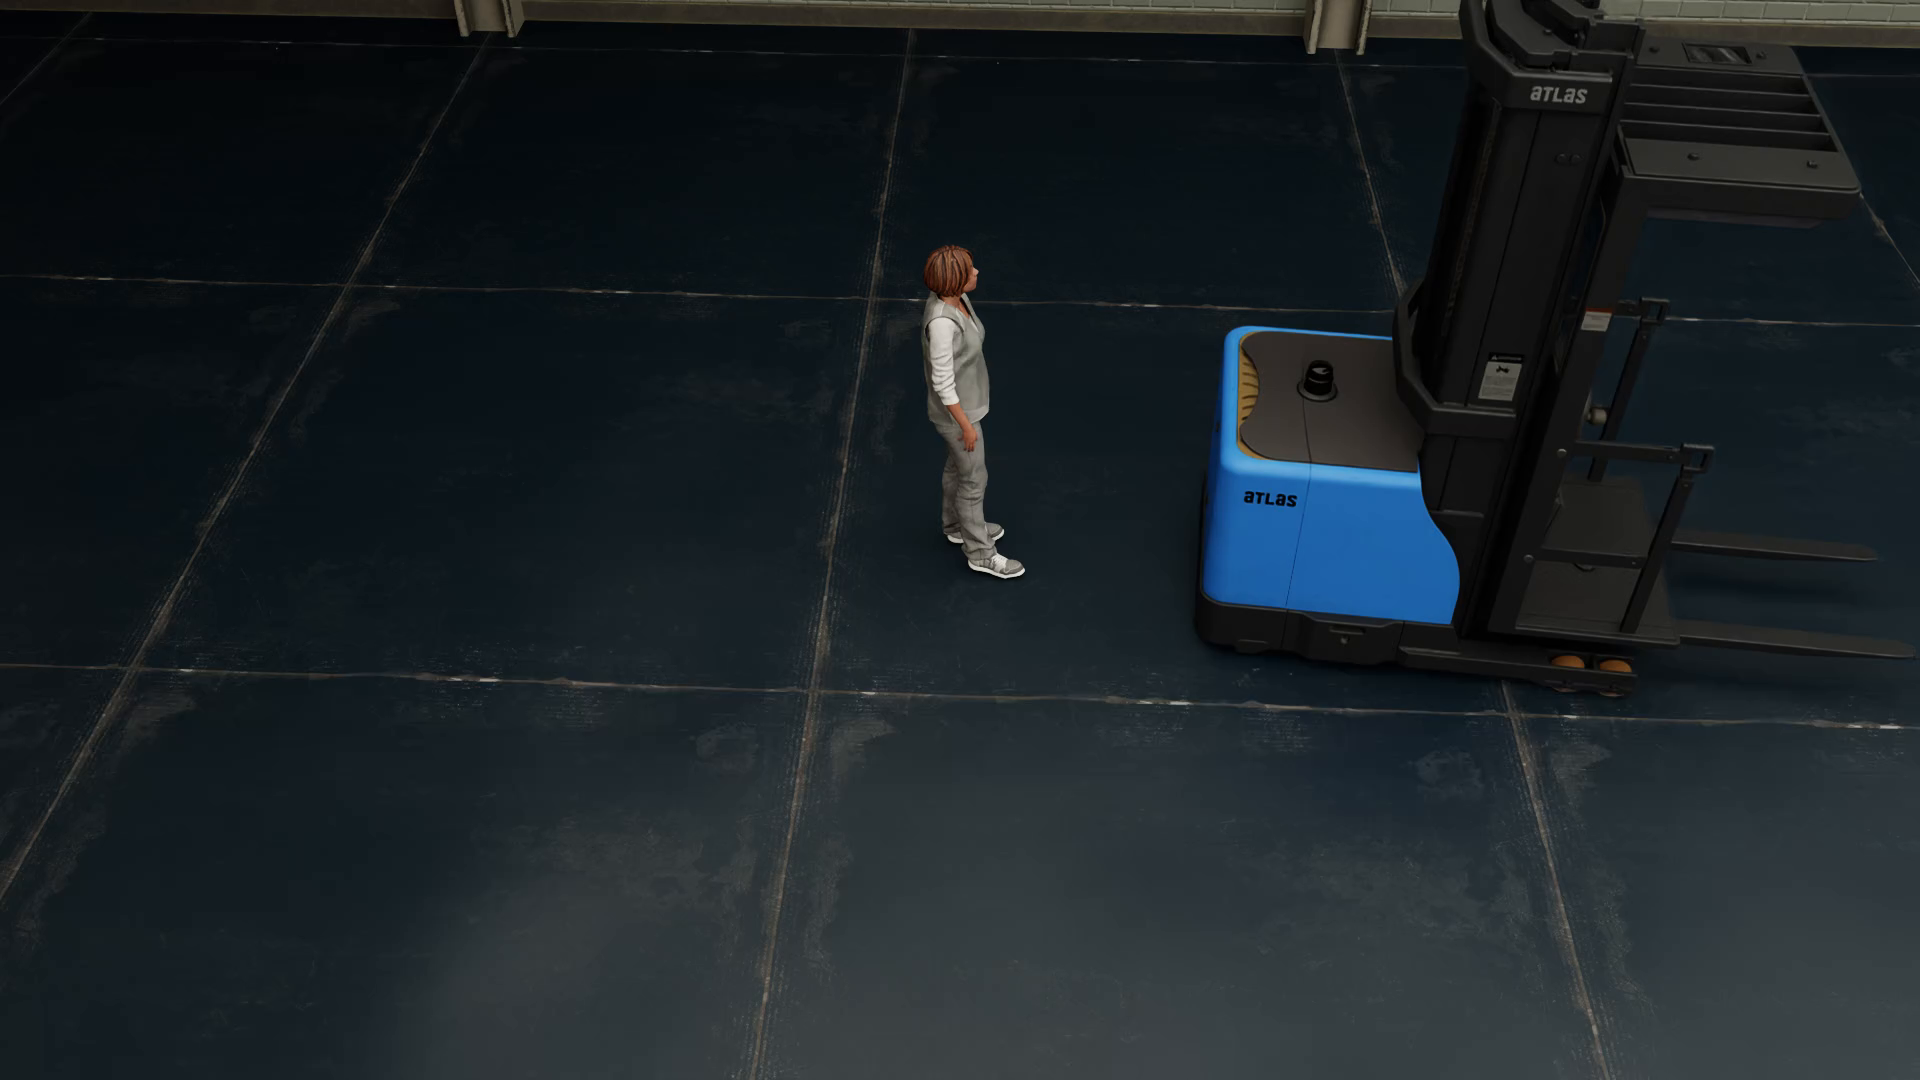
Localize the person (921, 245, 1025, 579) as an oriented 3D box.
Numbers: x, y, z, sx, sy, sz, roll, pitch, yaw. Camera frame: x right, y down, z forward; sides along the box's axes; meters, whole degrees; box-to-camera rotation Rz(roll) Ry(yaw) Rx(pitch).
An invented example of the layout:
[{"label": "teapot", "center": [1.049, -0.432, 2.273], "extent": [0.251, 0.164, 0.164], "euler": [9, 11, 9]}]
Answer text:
[{"label": "person", "center": [0.074, -0.584, 7.360], "extent": [0.473, 1.599, 0.521], "euler": [2, 42, 2]}]

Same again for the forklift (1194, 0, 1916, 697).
[{"label": "forklift", "center": [2.601, -0.790, 6.608], "extent": [3.031, 2.935, 1.130], "euler": [5, 43, 6]}]
